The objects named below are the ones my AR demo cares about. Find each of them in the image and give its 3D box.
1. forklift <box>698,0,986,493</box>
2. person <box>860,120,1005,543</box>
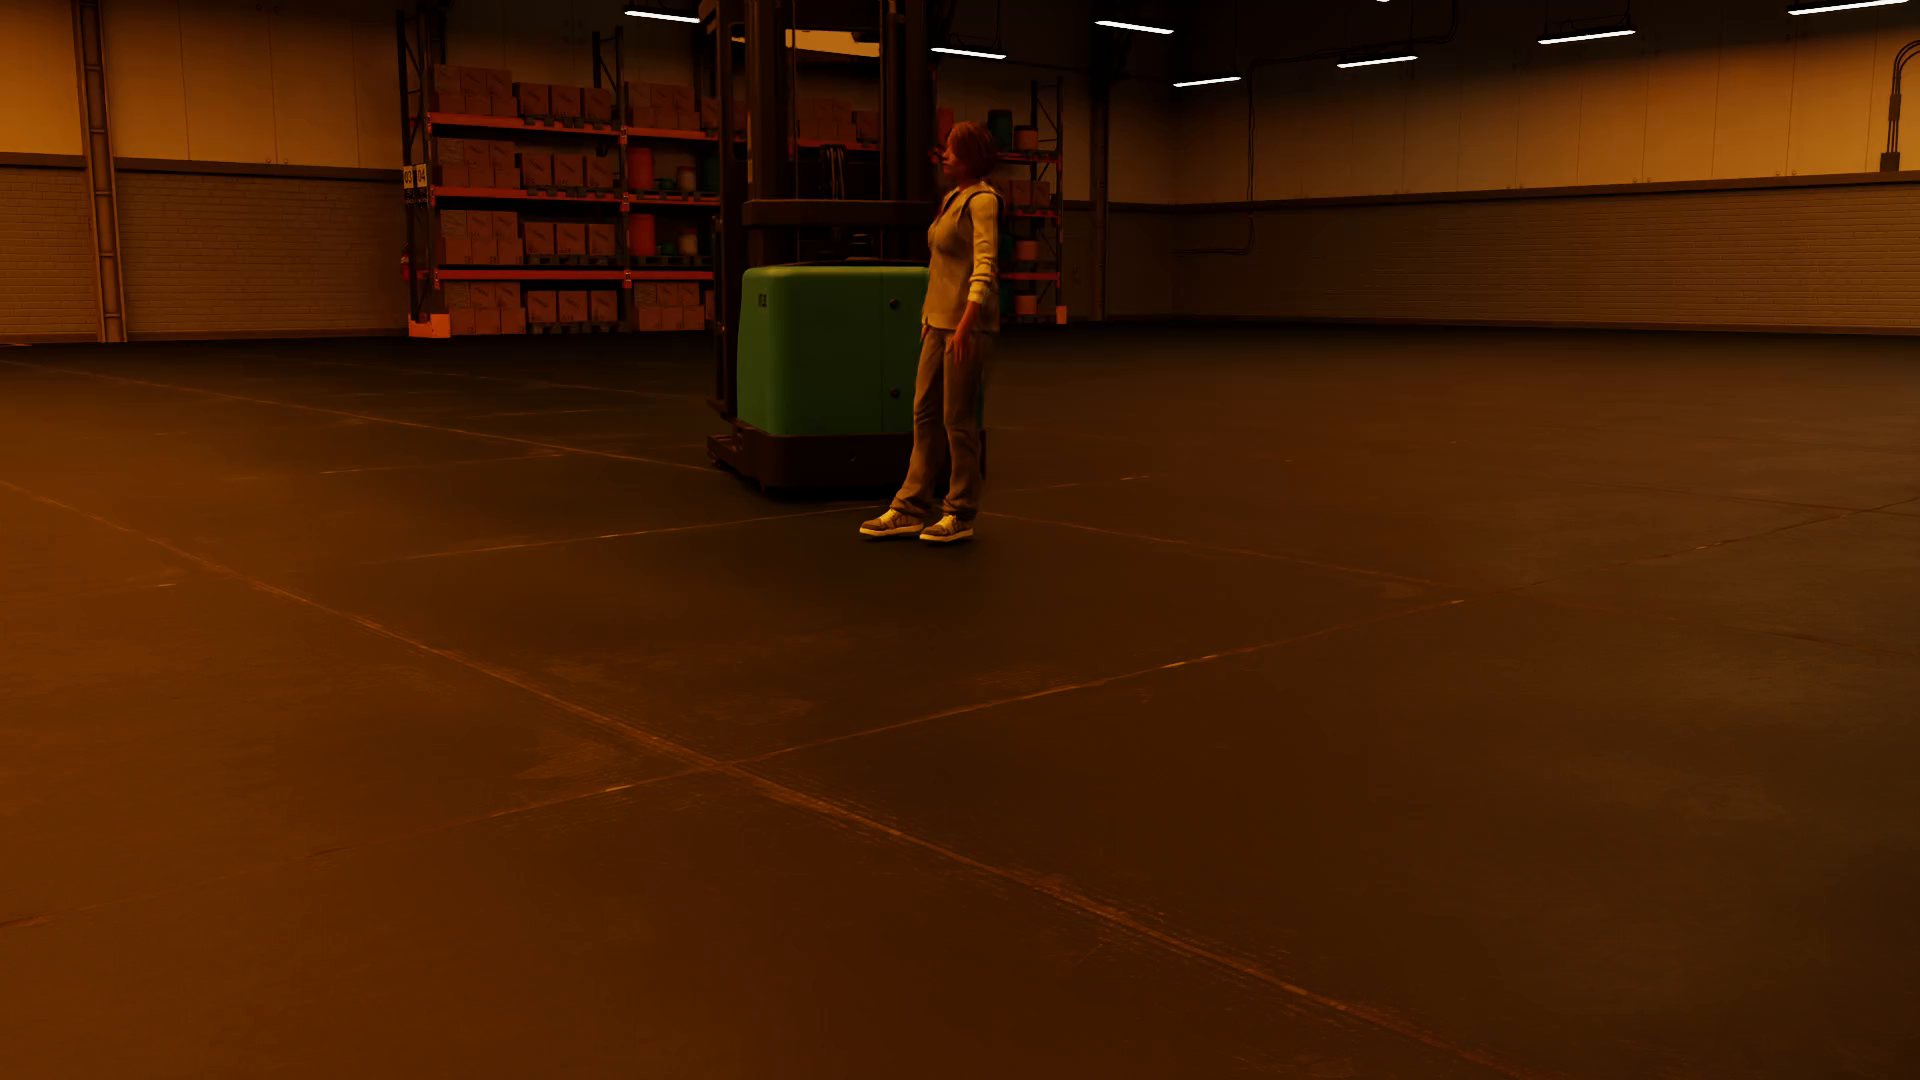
[{"bbox_3d":[-0.782,-1.855,8.940,1.130,2.935,3.031,-3,9,-16],"label":"forklift"},{"bbox_3d":[-0.108,-0.790,6.383,0.530,1.600,0.503,-3,9,-17],"label":"person"}]
